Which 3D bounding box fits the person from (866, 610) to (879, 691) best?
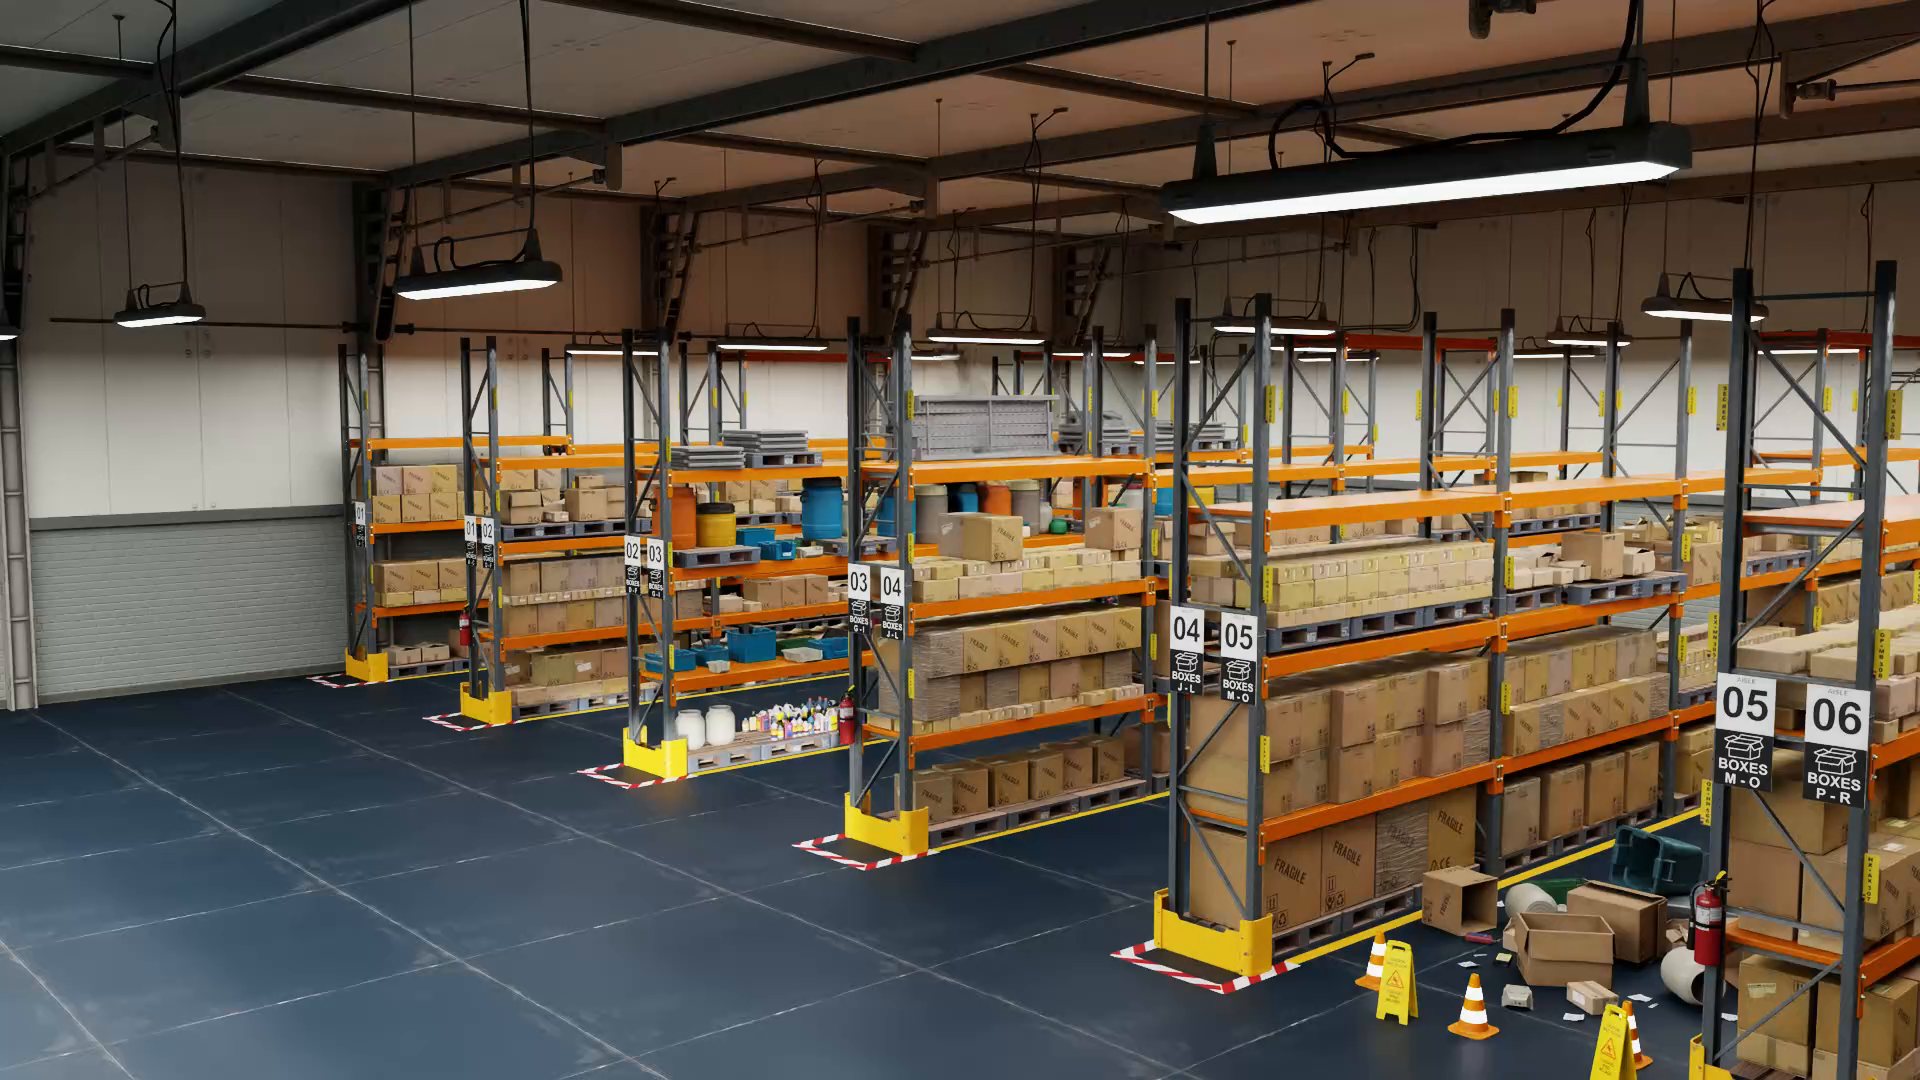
[{"bbox_3d":[-1.563,1.739,28.510,0.705,1.727,0.708,5,7,43],"label":"person"}]
